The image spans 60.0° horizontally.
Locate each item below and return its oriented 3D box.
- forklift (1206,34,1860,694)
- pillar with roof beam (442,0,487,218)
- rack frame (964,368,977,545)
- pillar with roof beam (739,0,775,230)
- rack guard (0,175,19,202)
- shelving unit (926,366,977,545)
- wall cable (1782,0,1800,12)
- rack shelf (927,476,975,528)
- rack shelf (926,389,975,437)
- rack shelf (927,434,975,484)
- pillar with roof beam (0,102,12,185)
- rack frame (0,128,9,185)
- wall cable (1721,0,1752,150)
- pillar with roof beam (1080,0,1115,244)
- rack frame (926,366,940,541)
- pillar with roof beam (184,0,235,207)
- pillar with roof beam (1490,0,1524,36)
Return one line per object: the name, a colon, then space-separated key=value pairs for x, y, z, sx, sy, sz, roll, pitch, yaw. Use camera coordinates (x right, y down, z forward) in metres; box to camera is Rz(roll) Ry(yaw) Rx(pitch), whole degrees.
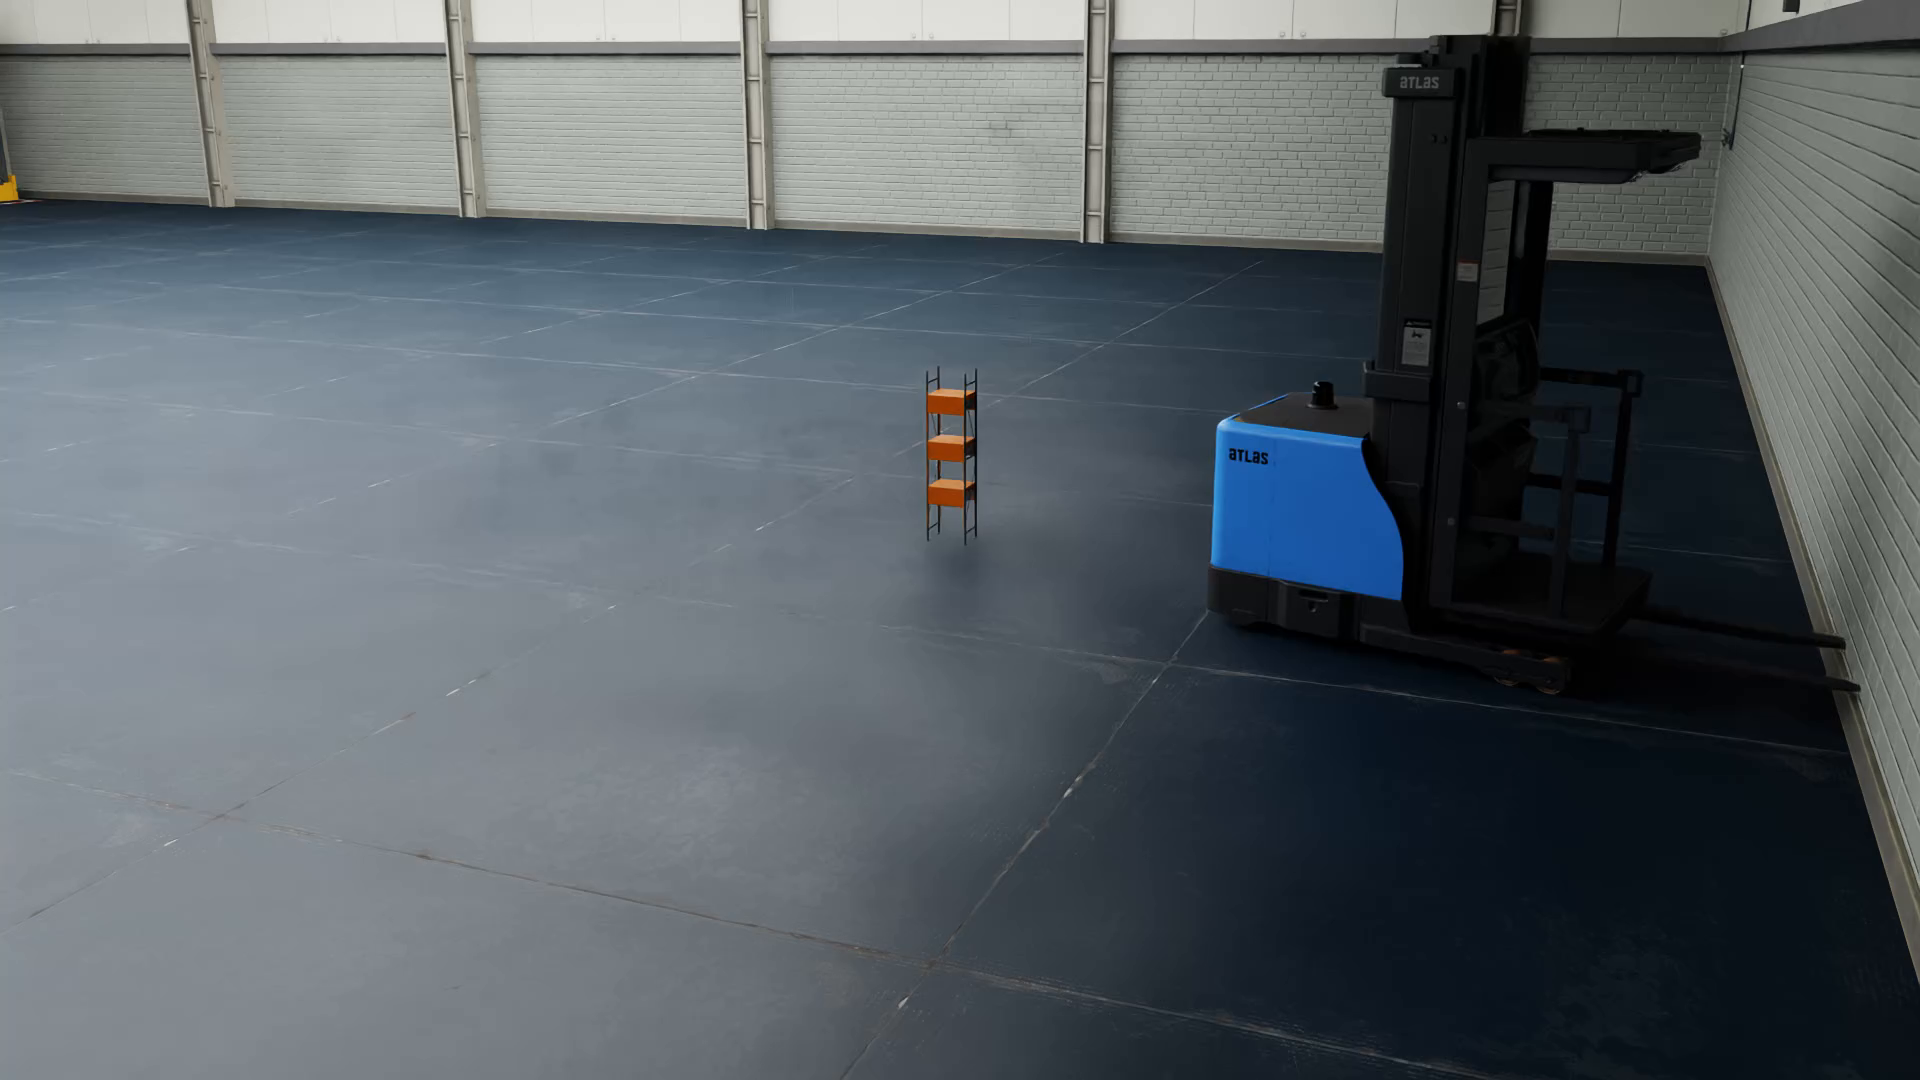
forklift: x=2.794 y=-0.861 z=7.882 sx=3.031 sy=2.935 sz=1.130 roll=11 pitch=19 yaw=33
pillar with roof beam: x=-10.591 y=-9.194 z=25.704 sx=0.400 sy=9.000 sz=9.100 roll=6 pitch=17 yaw=21
rack frame: x=0.064 y=-0.497 z=10.003 sx=0.008 sy=1.050 sz=0.200 roll=6 pitch=17 yaw=21
pillar with roof beam: x=-5.010 y=-8.581 z=23.589 sx=0.400 sy=9.000 sz=9.100 roll=6 pitch=17 yaw=21
rack guard: x=-19.835 y=-7.149 z=33.904 sx=0.348 sy=0.500 sz=1.175 roll=6 pitch=17 yaw=21
shelving unit: x=-0.050 y=-0.510 z=10.046 sx=0.252 sy=1.050 sz=0.215 roll=6 pitch=17 yaw=21
wall cable: x=6.490 y=-6.998 z=12.038 sx=0.169 sy=6.003 sz=2.305 roll=6 pitch=17 yaw=21
rack shelf: x=-0.050 y=-0.233 z=10.127 sx=0.240 sy=0.259 sz=0.215 roll=6 pitch=17 yaw=21
rack shelf: x=-0.050 y=-0.772 z=9.970 sx=0.240 sy=0.259 sz=0.215 roll=6 pitch=17 yaw=21
rack shelf: x=-0.050 y=-0.499 z=10.049 sx=0.240 sy=0.259 sz=0.215 roll=6 pitch=17 yaw=21
pillar with roof beam: x=-21.754 y=-10.422 z=29.932 sx=0.400 sy=9.000 sz=9.100 roll=6 pitch=17 yaw=21
rack frame: x=-19.858 y=-8.352 z=33.564 sx=0.127 sy=3.000 sz=1.000 roll=6 pitch=17 yaw=21
wall cable: x=9.988 y=-6.334 z=21.420 sx=0.112 sy=2.526 sz=3.097 roll=6 pitch=17 yaw=21
pillar with roof beam: x=0.572 y=-7.967 z=21.475 sx=0.400 sy=9.000 sz=9.100 roll=6 pitch=17 yaw=21
rack frame: x=-0.163 y=-0.522 z=10.089 sx=0.008 sy=1.050 sz=0.200 roll=6 pitch=17 yaw=21
pillar with roof beam: x=-16.173 y=-9.808 z=27.818 sx=0.400 sy=9.000 sz=9.100 roll=6 pitch=17 yaw=21
pillar with roof beam: x=6.153 y=-7.353 z=19.361 sx=0.400 sy=9.000 sz=9.100 roll=6 pitch=17 yaw=21
